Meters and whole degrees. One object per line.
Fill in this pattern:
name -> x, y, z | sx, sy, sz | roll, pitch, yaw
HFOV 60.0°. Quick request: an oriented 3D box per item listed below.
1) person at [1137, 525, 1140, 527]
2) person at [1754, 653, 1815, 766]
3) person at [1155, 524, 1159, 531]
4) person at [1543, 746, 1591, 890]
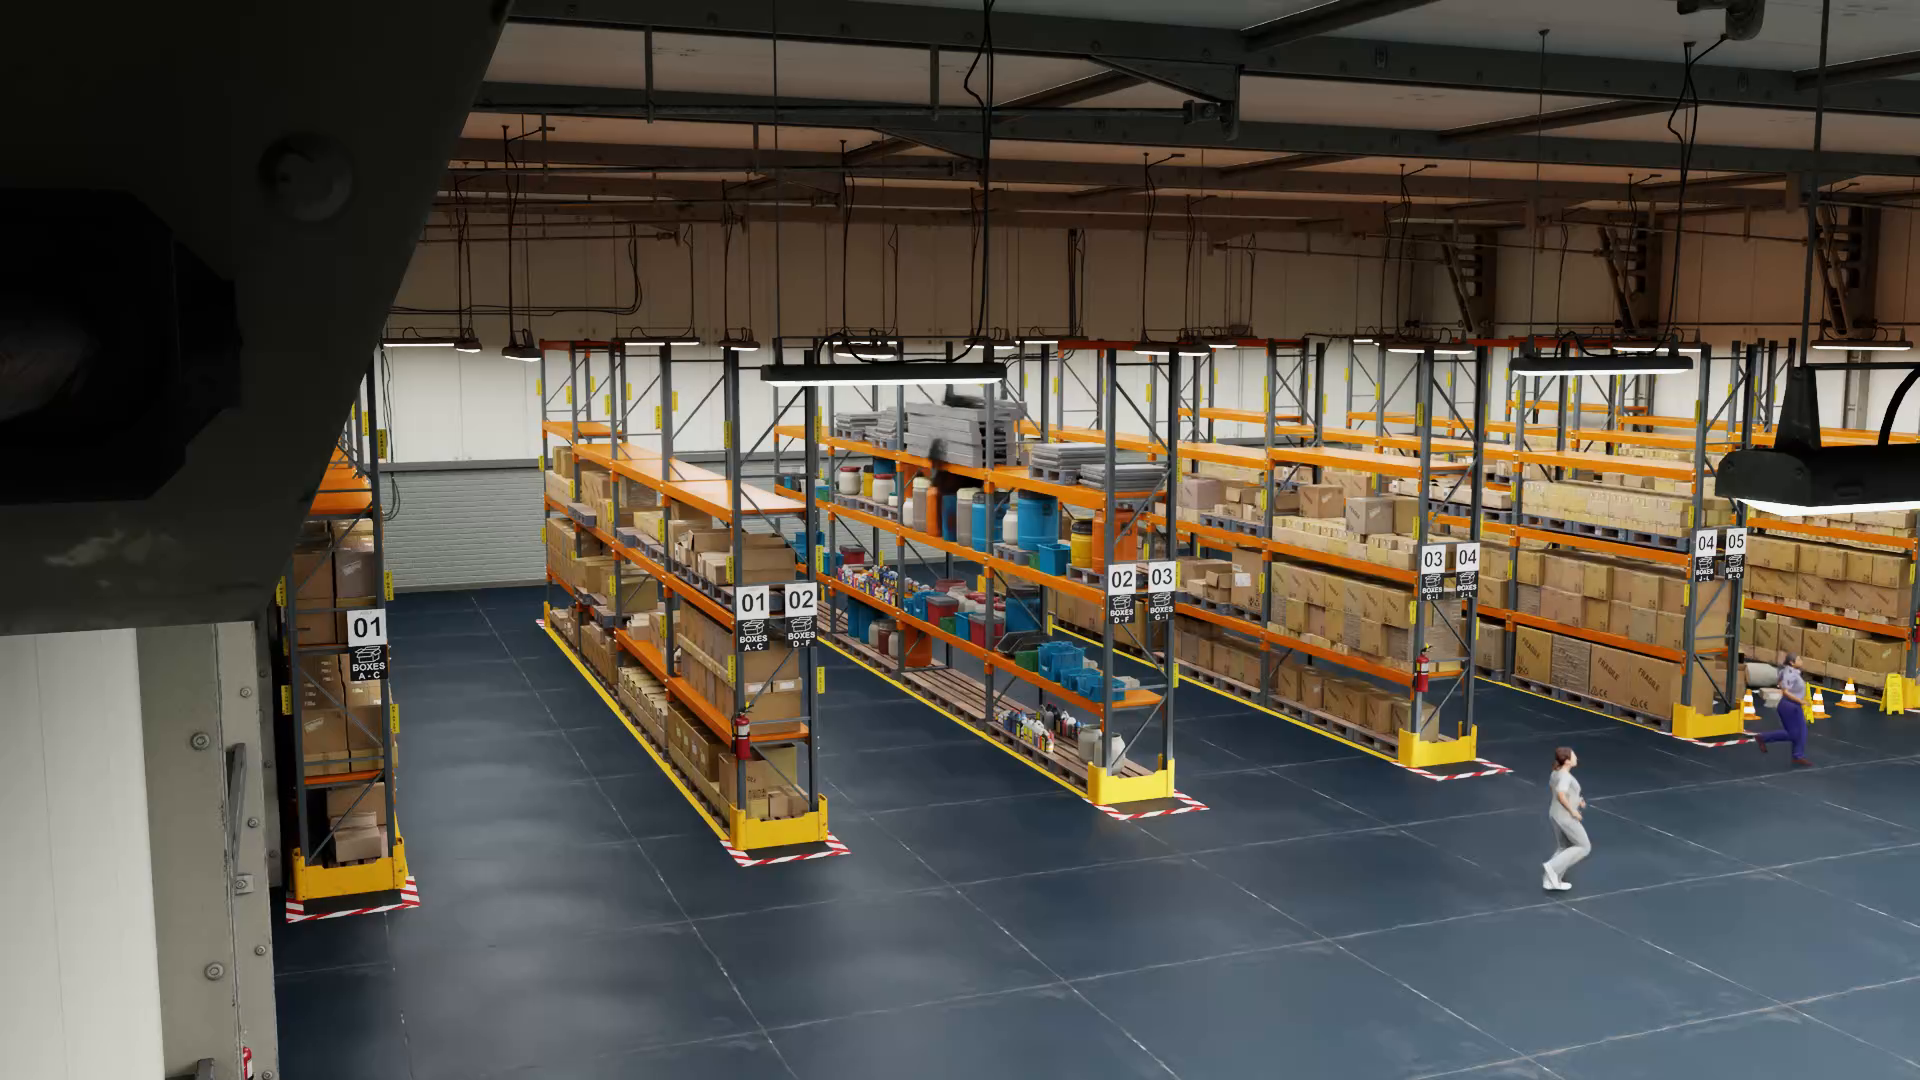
person -> 4.148, 0.435, 39.414 | 0.589, 1.587, 0.656 | 1, 8, 8
person -> 11.945, 2.426, 24.011 | 0.798, 1.634, 0.617 | 4, 8, 28
person -> 4.413, 0.466, 38.675 | 0.703, 1.722, 0.665 | -1, 7, -7
person -> 6.793, 3.108, 18.602 | 0.544, 1.626, 0.540 | 0, 7, -1
